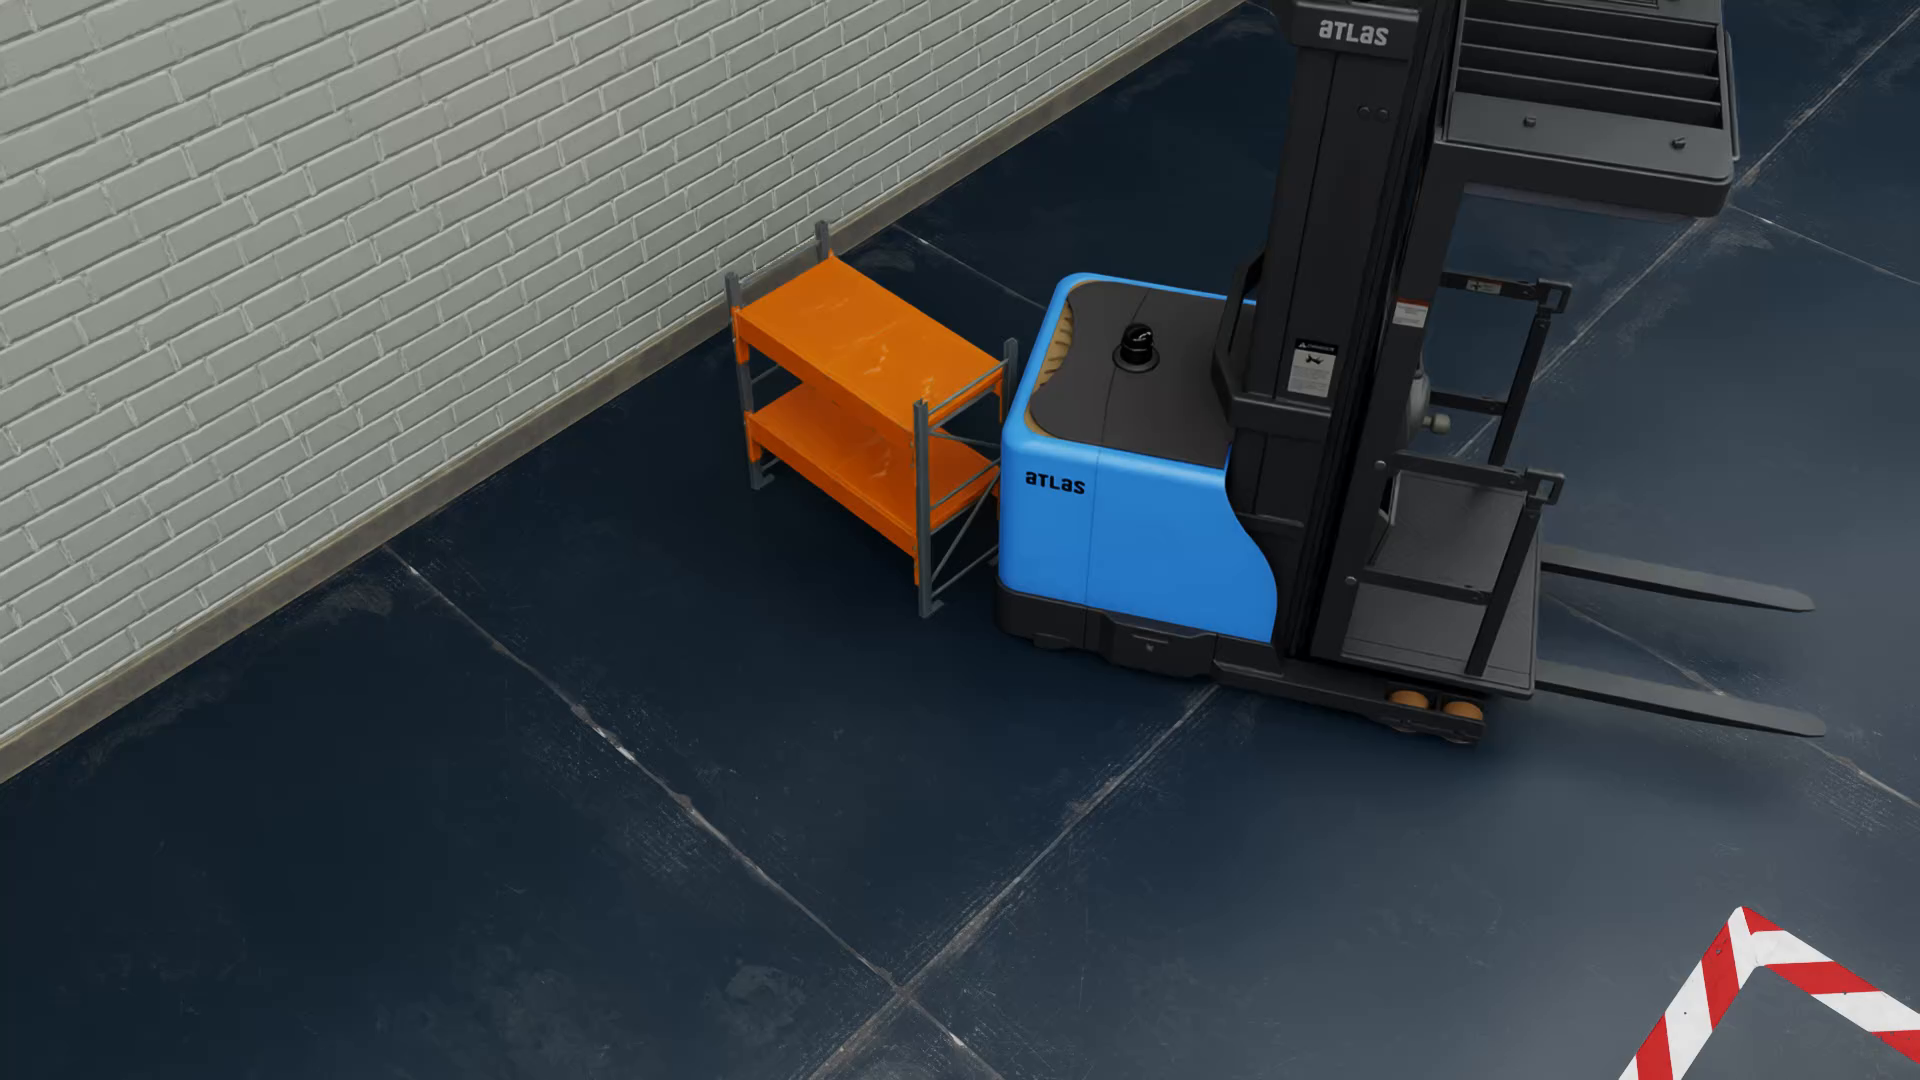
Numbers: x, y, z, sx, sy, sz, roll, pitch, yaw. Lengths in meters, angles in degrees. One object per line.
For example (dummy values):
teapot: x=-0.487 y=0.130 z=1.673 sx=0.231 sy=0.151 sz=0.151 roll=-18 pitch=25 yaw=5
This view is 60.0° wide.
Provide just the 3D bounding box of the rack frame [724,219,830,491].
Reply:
rack frame: x=-0.700 y=-0.731 z=6.773 sx=0.032 sy=1.125 sz=0.500 roll=36 pitch=56 yaw=29

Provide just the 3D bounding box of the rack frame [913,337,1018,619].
rack frame: x=0.023 y=-0.210 z=6.284 sx=0.032 sy=1.125 sz=0.500 roll=36 pitch=56 yaw=29

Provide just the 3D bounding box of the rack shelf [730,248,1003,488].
rack shelf: x=-0.339 y=-0.671 z=6.315 sx=1.000 sy=0.278 sz=0.538 roll=36 pitch=56 yaw=29

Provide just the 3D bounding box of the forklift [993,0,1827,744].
forklift: x=1.706 y=-0.684 z=5.490 sx=3.031 sy=2.935 sz=1.130 roll=11 pitch=48 yaw=10

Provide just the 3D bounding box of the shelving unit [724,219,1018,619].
shelving unit: x=-0.339 y=-0.471 z=6.529 sx=1.048 sy=1.125 sz=0.538 roll=36 pitch=56 yaw=29

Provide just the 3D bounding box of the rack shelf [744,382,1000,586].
rack shelf: x=-0.339 y=-0.303 z=6.707 sx=1.000 sy=0.278 sz=0.538 roll=36 pitch=56 yaw=29
